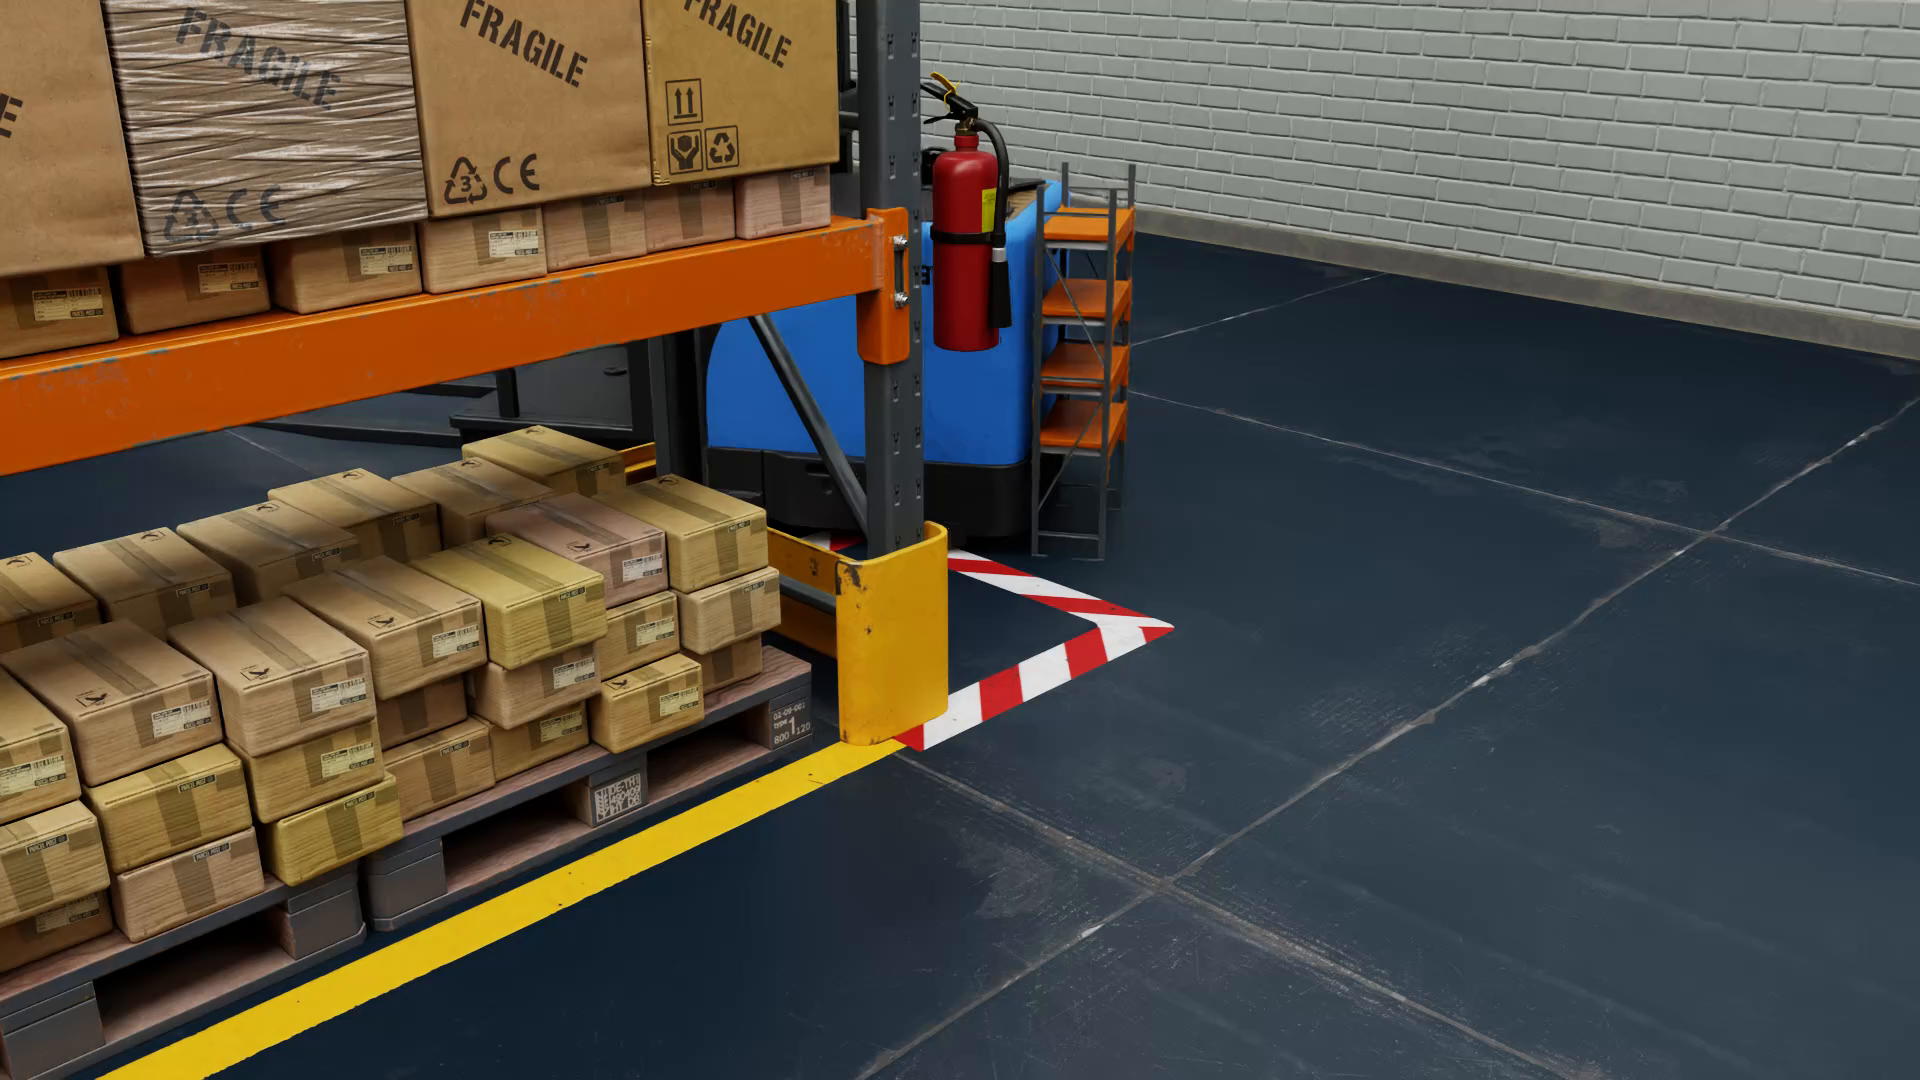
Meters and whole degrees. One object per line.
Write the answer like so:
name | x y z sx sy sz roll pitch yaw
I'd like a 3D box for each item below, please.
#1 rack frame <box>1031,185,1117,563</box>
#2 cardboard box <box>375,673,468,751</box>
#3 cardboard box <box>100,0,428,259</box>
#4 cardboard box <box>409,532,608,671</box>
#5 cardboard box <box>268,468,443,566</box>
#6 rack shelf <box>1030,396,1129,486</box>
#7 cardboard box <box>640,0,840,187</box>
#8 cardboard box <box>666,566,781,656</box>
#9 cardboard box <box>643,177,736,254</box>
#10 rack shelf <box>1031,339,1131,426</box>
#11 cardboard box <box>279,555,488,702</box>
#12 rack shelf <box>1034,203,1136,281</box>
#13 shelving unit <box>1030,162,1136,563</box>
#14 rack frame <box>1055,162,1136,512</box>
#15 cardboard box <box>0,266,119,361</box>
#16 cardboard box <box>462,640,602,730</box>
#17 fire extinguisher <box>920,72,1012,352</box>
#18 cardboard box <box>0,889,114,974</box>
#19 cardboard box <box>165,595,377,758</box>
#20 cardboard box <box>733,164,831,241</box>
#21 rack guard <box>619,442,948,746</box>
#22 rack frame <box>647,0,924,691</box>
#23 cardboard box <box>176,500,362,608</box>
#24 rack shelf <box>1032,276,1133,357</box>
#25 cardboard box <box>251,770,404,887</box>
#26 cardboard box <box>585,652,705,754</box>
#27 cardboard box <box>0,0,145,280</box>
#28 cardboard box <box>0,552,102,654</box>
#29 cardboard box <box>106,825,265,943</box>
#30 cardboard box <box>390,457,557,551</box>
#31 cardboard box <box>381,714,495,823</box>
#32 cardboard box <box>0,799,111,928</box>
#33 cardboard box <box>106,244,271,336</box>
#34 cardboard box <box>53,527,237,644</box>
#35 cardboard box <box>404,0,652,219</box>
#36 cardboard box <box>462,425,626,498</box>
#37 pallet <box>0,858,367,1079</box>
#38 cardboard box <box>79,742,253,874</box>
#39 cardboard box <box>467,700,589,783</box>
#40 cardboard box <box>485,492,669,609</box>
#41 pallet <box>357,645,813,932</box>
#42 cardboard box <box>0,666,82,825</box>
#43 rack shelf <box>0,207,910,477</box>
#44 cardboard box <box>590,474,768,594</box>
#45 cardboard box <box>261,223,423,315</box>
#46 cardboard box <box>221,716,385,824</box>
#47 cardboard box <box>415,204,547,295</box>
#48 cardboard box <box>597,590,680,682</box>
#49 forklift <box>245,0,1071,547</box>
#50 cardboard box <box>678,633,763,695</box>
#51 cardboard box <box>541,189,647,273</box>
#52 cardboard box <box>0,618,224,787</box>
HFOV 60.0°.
rack frame | 0.350 -0.498 5.197 0.240 1.200 0.015 4 21 11
cardboard box | -1.276 0.303 3.580 0.380 0.149 0.250 19 28 40
cardboard box | -1.329 -0.820 2.972 0.500 0.500 0.500 19 28 41
cardboard box | -0.984 0.127 3.621 0.380 0.149 0.250 18 28 39
cardboard box | -1.473 -0.037 4.050 0.380 0.149 0.250 19 28 40
rack shelf | 0.402 -0.335 5.515 0.258 0.148 0.480 4 21 11
cardboard box | -0.619 -1.083 3.658 0.500 0.500 0.500 -19 28 -41
cardboard box | -0.654 0.125 4.042 0.380 0.149 0.250 18 28 39
cardboard box | -0.715 -0.751 3.699 0.380 0.149 0.250 19 28 41
rack shelf | 0.402 -0.521 5.444 0.258 0.148 0.480 4 21 11
cardboard box | -1.210 0.178 3.490 0.380 0.149 0.250 18 27 39
rack shelf | 0.402 -0.950 5.279 0.258 0.148 0.480 4 21 11
shelving unit | 0.402 -0.583 5.420 0.258 1.200 0.503 4 21 11
rack frame | 0.453 -0.669 5.643 0.240 1.200 0.015 4 21 11
cardboard box | -1.650 -0.425 2.848 0.250 0.149 0.380 -20 28 -41
cardboard box | -1.015 0.259 3.693 0.380 0.149 0.250 18 27 39
fire extinguisher | 0.016 -0.817 4.146 0.296 0.674 0.183 19 28 41
cardboard box | -1.792 0.642 3.113 0.250 0.149 0.380 -19 28 -41
cardboard box | -1.357 0.261 3.274 0.250 0.149 0.380 -19 28 -40
cardboard box | -0.515 -0.806 3.841 0.380 0.149 0.250 19 28 41
rack guard | -0.543 0.109 4.595 1.175 0.500 0.348 19 28 41
rack frame | -0.490 -1.078 4.198 1.000 3.000 0.127 19 28 41
cardboard box | -1.586 0.047 3.830 0.380 0.149 0.250 18 27 38
rack shelf | 0.402 -0.729 5.364 0.258 0.148 0.480 4 21 11
cardboard box | -1.357 0.530 3.402 0.380 0.149 0.250 18 27 38
cardboard box | -0.815 0.336 3.908 0.250 0.149 0.380 -19 28 -40
cardboard box | -1.684 -0.694 2.645 0.500 0.500 0.500 -18 28 -39
cardboard box | -2.003 0.172 3.505 0.250 0.149 0.380 -20 28 -41
cardboard box | -1.562 0.595 3.233 0.250 0.149 0.380 -20 28 -41
cardboard box | -1.205 -0.070 4.135 0.250 0.149 0.380 -20 28 -41
cardboard box | -1.224 0.449 3.614 0.380 0.149 0.250 20 28 41
cardboard box | -1.731 0.535 2.977 0.380 0.149 0.250 20 28 41
cardboard box | -1.477 -0.497 3.037 0.380 0.149 0.250 18 27 38
cardboard box | -1.787 0.116 3.651 0.250 0.149 0.380 -19 28 -40
cardboard box | -0.982 -0.952 3.317 0.500 0.500 0.500 19 28 40
cardboard box | -1.099 -0.171 4.398 0.380 0.149 0.250 18 27 38
pallet | -1.986 0.755 3.315 1.003 0.211 1.213 19 28 41
cardboard box | -1.559 0.457 3.179 0.250 0.149 0.380 -18 28 -39
cardboard box | -1.061 0.382 3.787 0.380 0.149 0.250 19 28 40
cardboard box | -0.894 0.029 3.877 0.250 0.149 0.380 -20 28 -41
pallet | -1.135 0.443 4.127 1.003 0.211 1.213 19 28 41
cardboard box | -1.783 0.375 2.976 0.380 0.149 0.250 19 28 41
rack shelf | -1.885 -0.228 2.989 1.077 0.370 4.000 19 28 41
cardboard box | -0.678 -0.021 4.008 0.380 0.149 0.250 20 28 41
cardboard box | -1.246 -0.551 3.178 0.380 0.149 0.250 18 27 38
cardboard box | -1.367 0.396 3.338 0.250 0.149 0.380 -20 28 -41
cardboard box | -1.041 -0.612 3.335 0.250 0.149 0.380 -19 28 -41
cardboard box | -0.875 0.179 3.902 0.380 0.149 0.250 18 28 39
forklift | -1.166 -1.604 5.663 3.031 2.935 1.130 5 22 12
cardboard box | -0.708 0.244 4.146 0.250 0.149 0.380 -20 28 -41
cardboard box | -0.880 -0.683 3.521 0.380 0.149 0.250 19 28 40
cardboard box | -1.621 0.301 3.170 0.380 0.149 0.250 18 27 39
